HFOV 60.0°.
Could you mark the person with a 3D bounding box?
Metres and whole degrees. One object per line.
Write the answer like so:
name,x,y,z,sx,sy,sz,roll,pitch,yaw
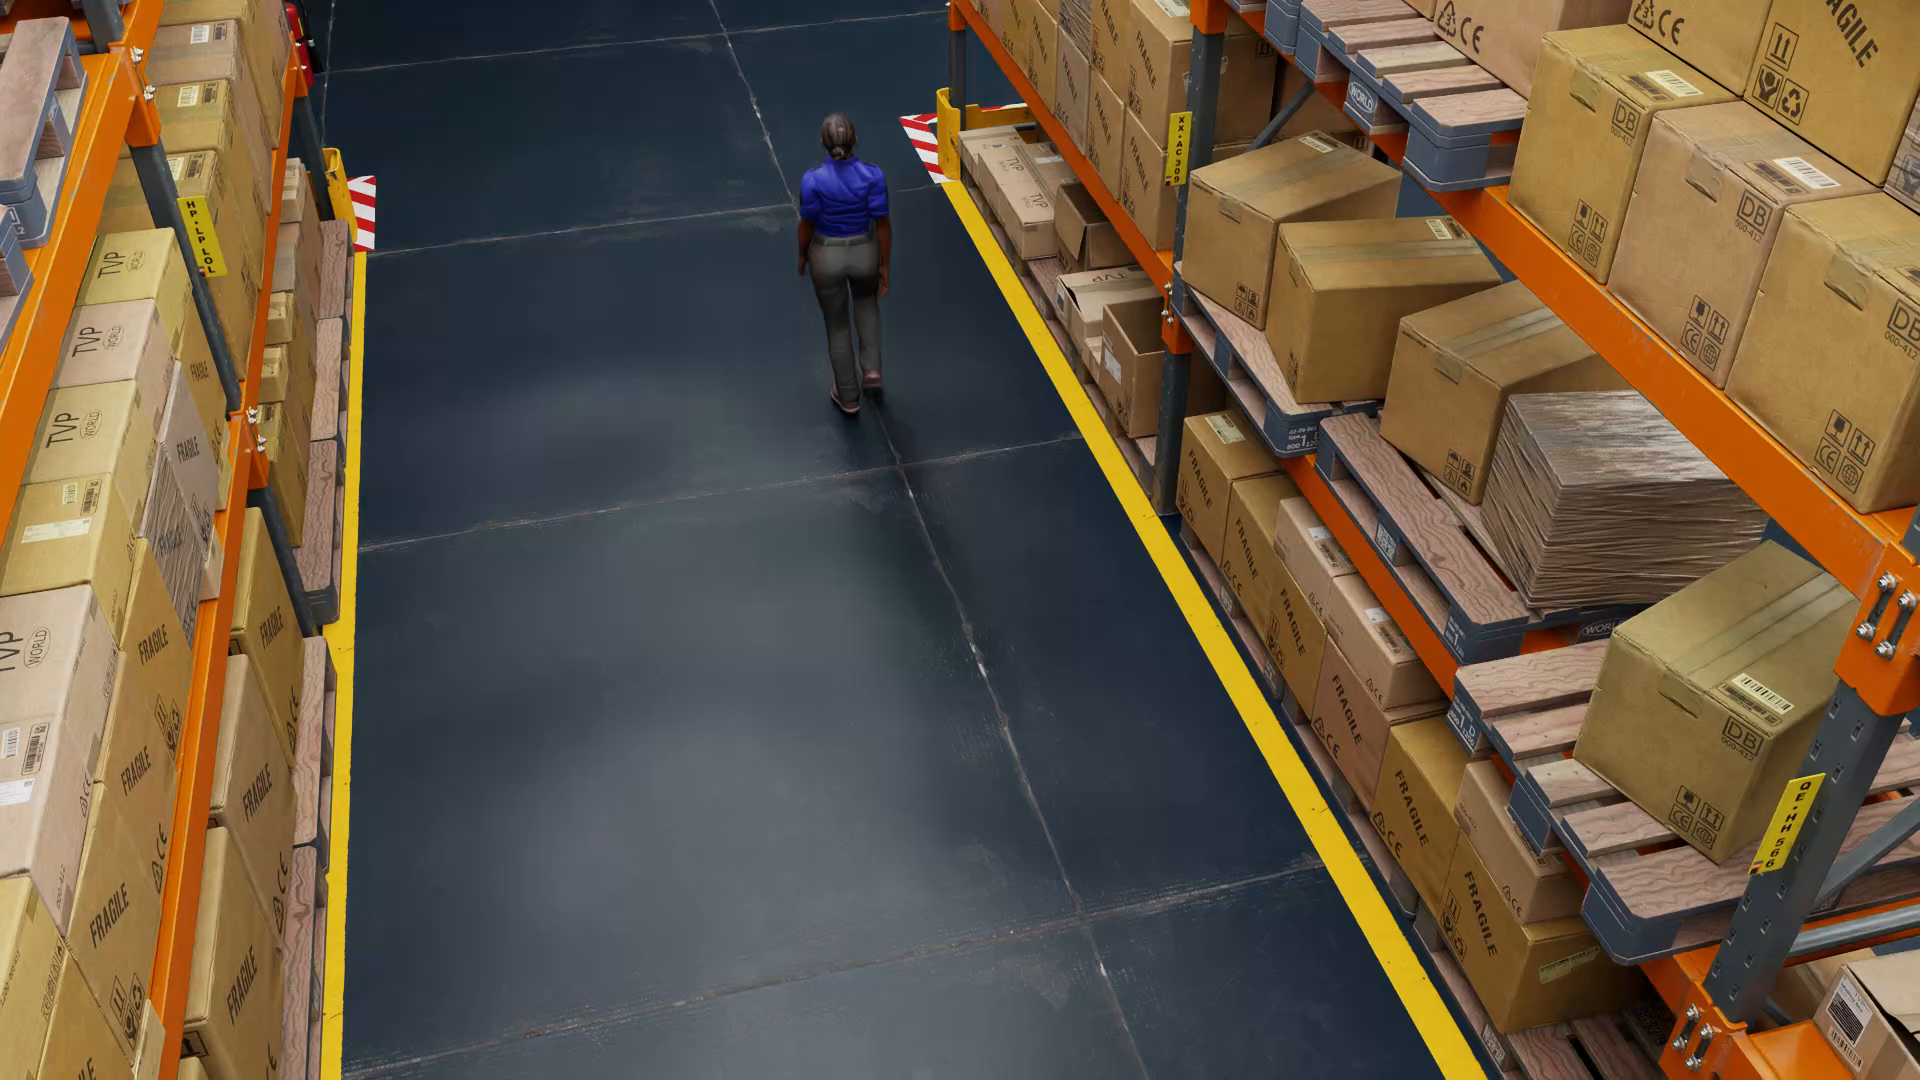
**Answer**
person,-0.599,-1.471,8.477,0.447,1.574,0.454,-10,40,-13
